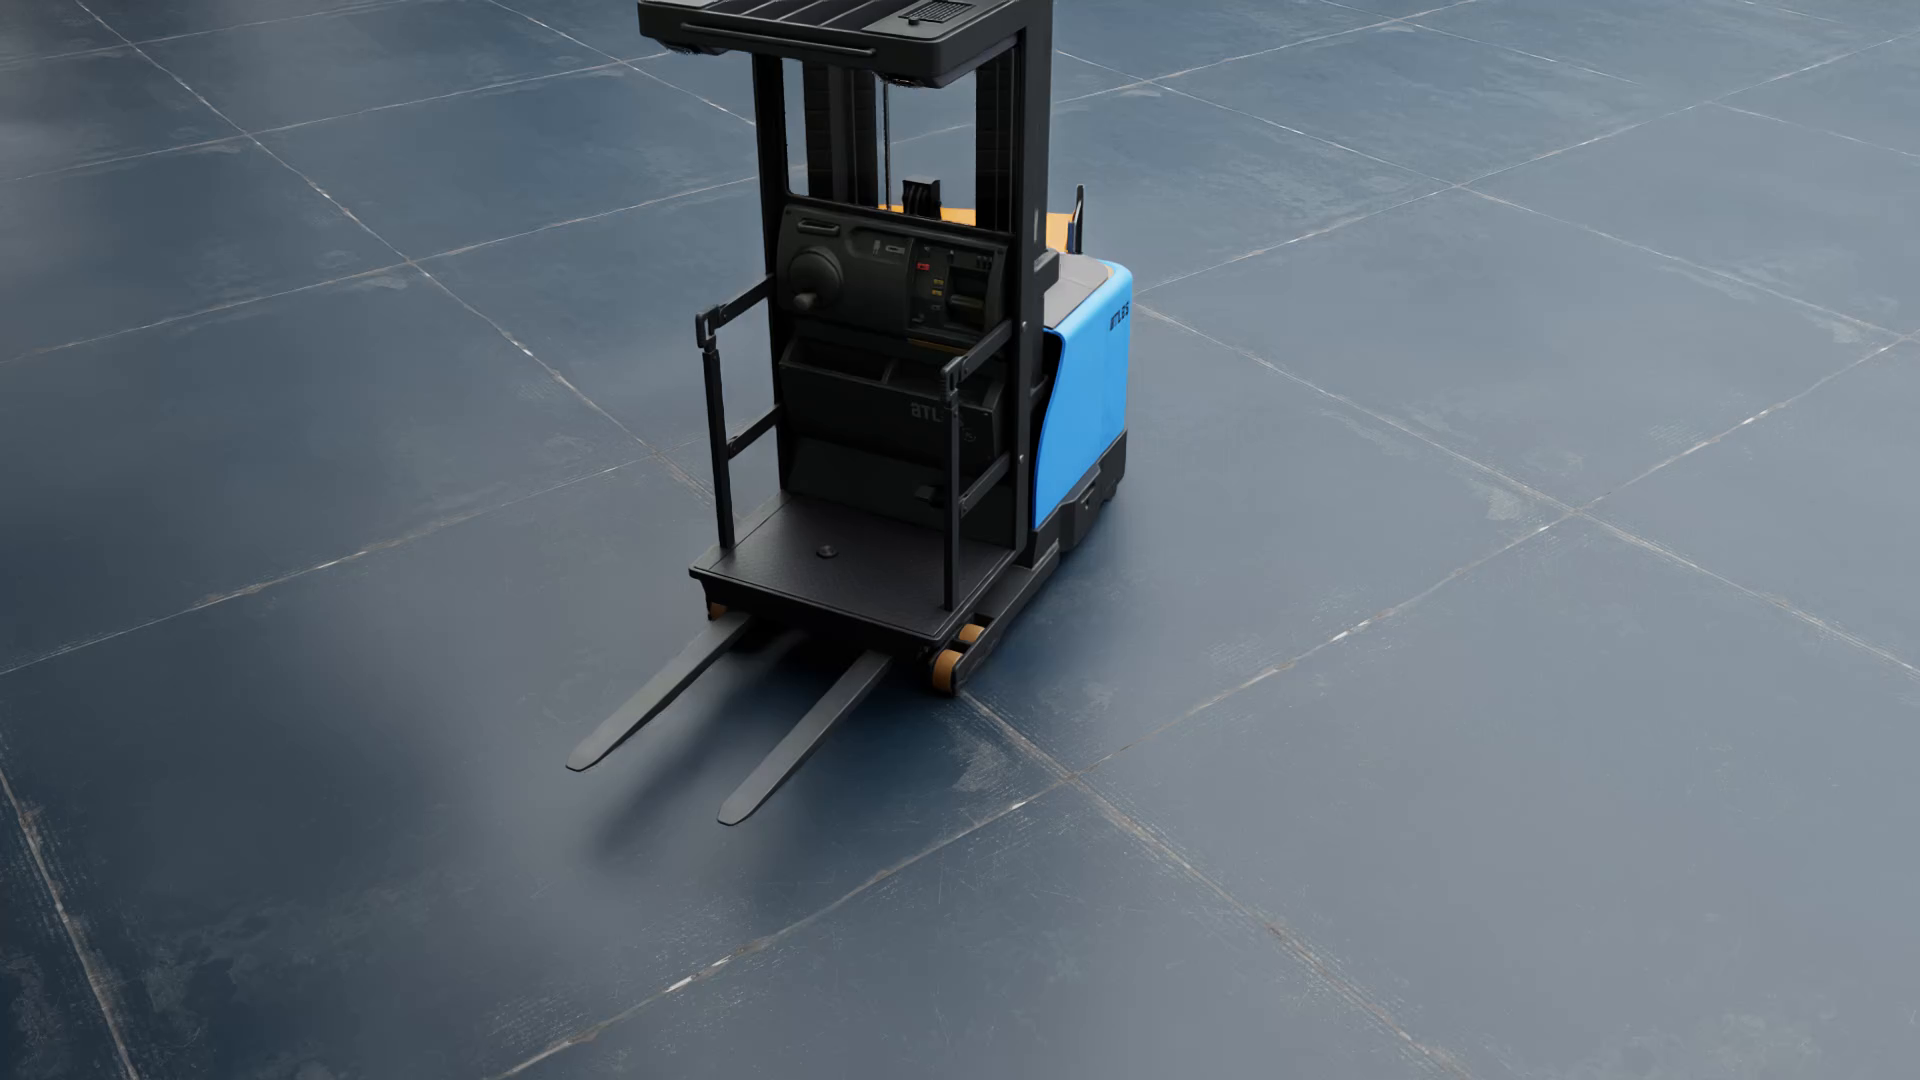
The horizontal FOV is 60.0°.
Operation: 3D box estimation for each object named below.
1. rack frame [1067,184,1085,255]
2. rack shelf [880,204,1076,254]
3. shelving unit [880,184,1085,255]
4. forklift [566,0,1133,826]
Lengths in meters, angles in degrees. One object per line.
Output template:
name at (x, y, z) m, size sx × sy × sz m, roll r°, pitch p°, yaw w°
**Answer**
rack frame at (0.532, -1.061, 7.892) m, size 0.032 × 1.125 × 0.500 m, roll 5°, pitch 32°, yaw 7°
rack shelf at (0.029, -1.350, 7.803) m, size 1.000 × 0.278 × 0.538 m, roll 5°, pitch 32°, yaw 7°
shelving unit at (0.029, -1.102, 7.957) m, size 1.048 × 1.125 × 0.538 m, roll 5°, pitch 32°, yaw 7°
forklift at (-0.355, -0.929, 5.968) m, size 1.130 × 2.935 × 3.031 m, roll 15°, pitch 35°, yaw 22°
